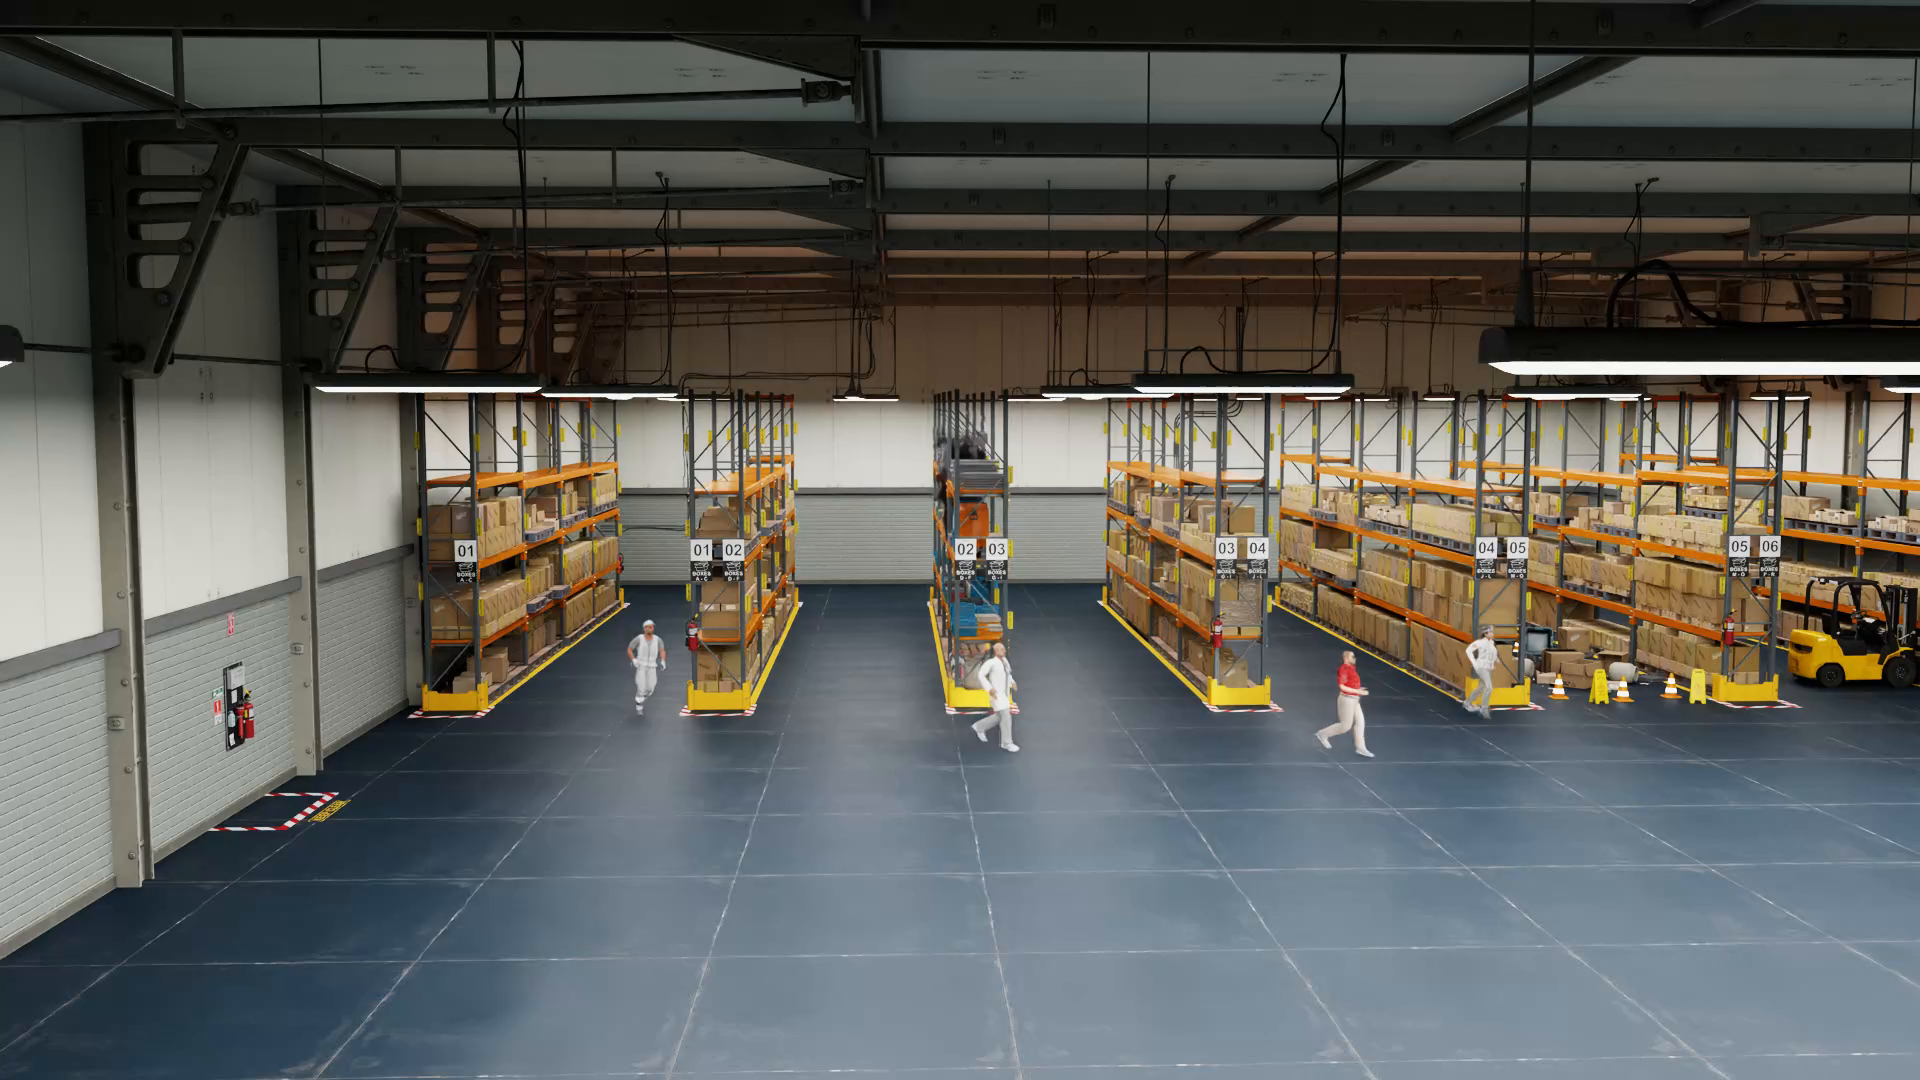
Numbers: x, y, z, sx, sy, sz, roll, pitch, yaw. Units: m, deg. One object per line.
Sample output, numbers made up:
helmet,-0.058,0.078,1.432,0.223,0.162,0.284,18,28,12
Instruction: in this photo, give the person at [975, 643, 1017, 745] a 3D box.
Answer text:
person,0.565,2.541,27.705,0.754,1.677,0.722,3,5,28

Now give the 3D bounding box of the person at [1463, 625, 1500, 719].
person,9.621,2.422,30.632,0.615,1.748,0.706,-4,6,-39

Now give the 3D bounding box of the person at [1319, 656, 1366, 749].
person,6.239,2.632,27.127,0.710,1.531,0.637,2,5,25

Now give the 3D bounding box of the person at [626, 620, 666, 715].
person,-5.787,2.353,30.763,0.729,1.736,0.541,-2,5,-25
